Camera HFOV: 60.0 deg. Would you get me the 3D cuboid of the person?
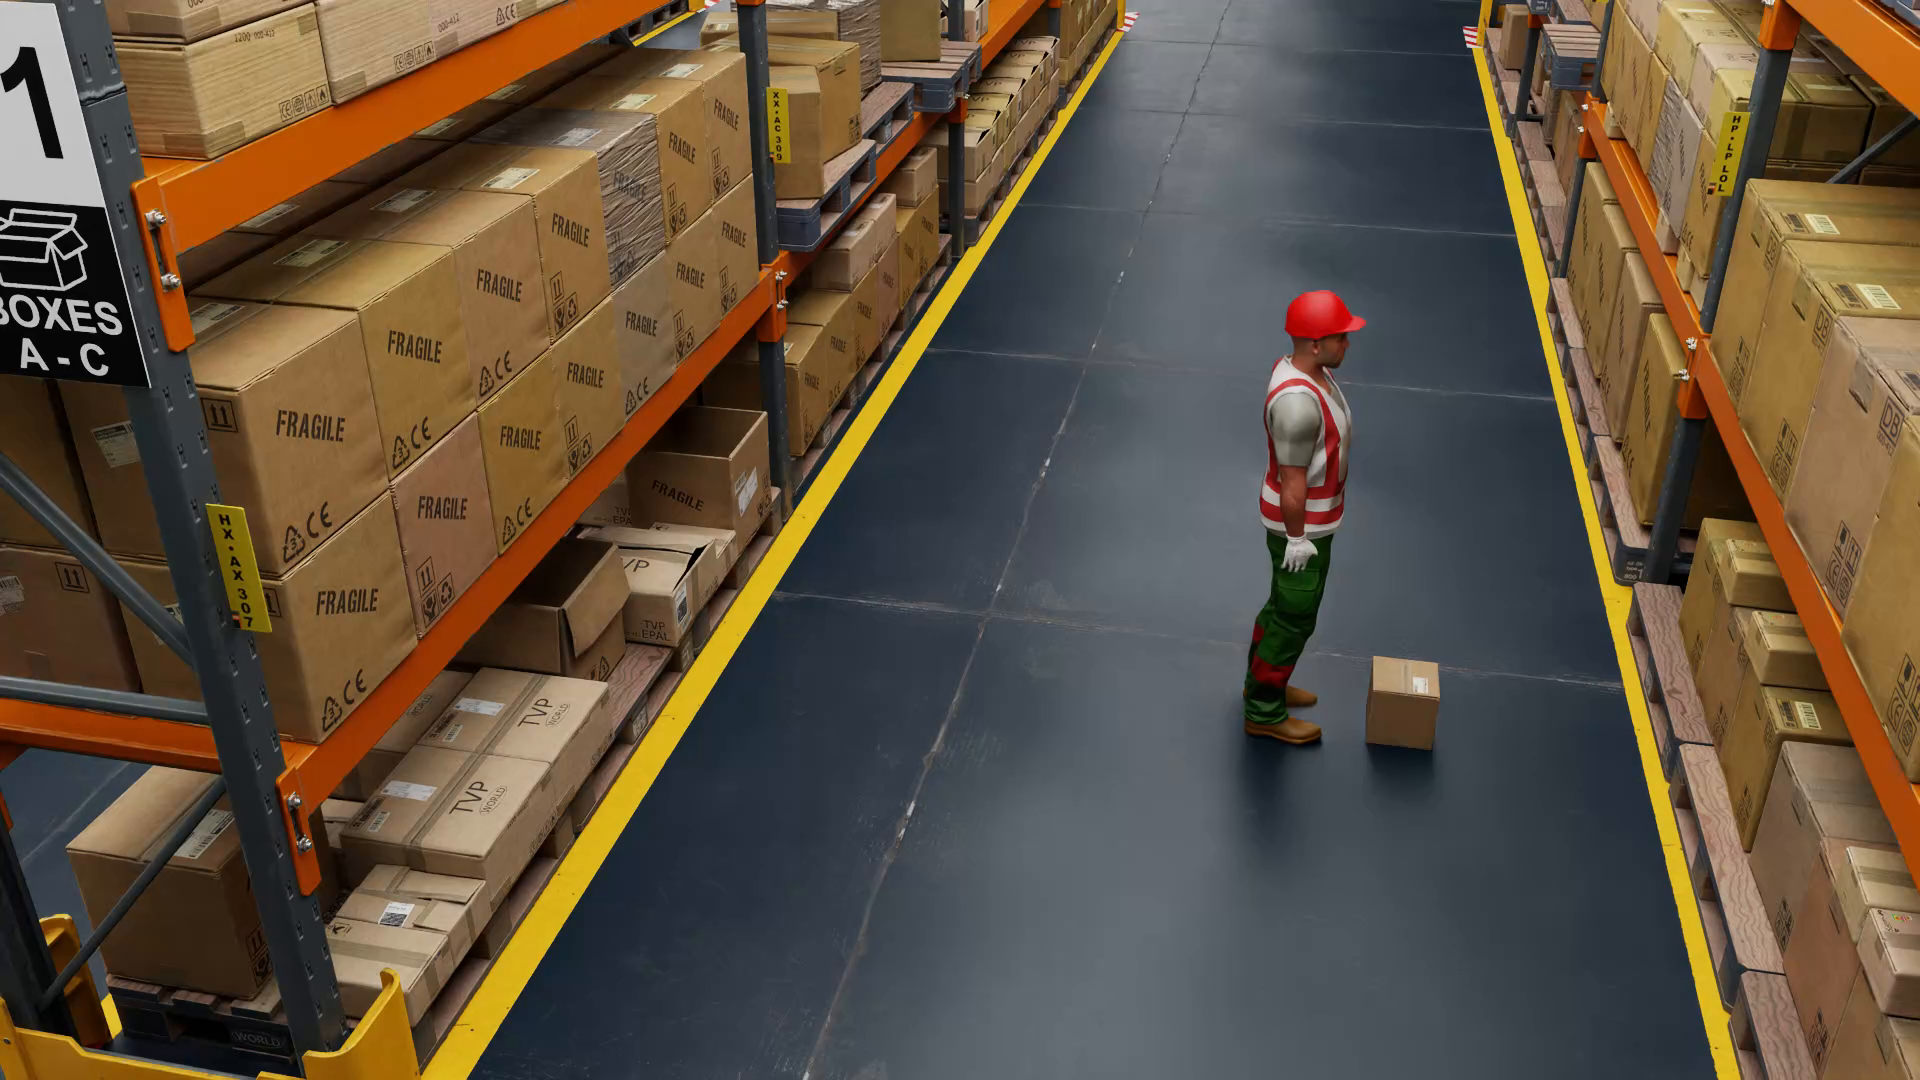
[{"bbox_3d":[1.282,-0.077,6.259,0.346,1.799,0.525,7,29,12],"label":"person"}]
